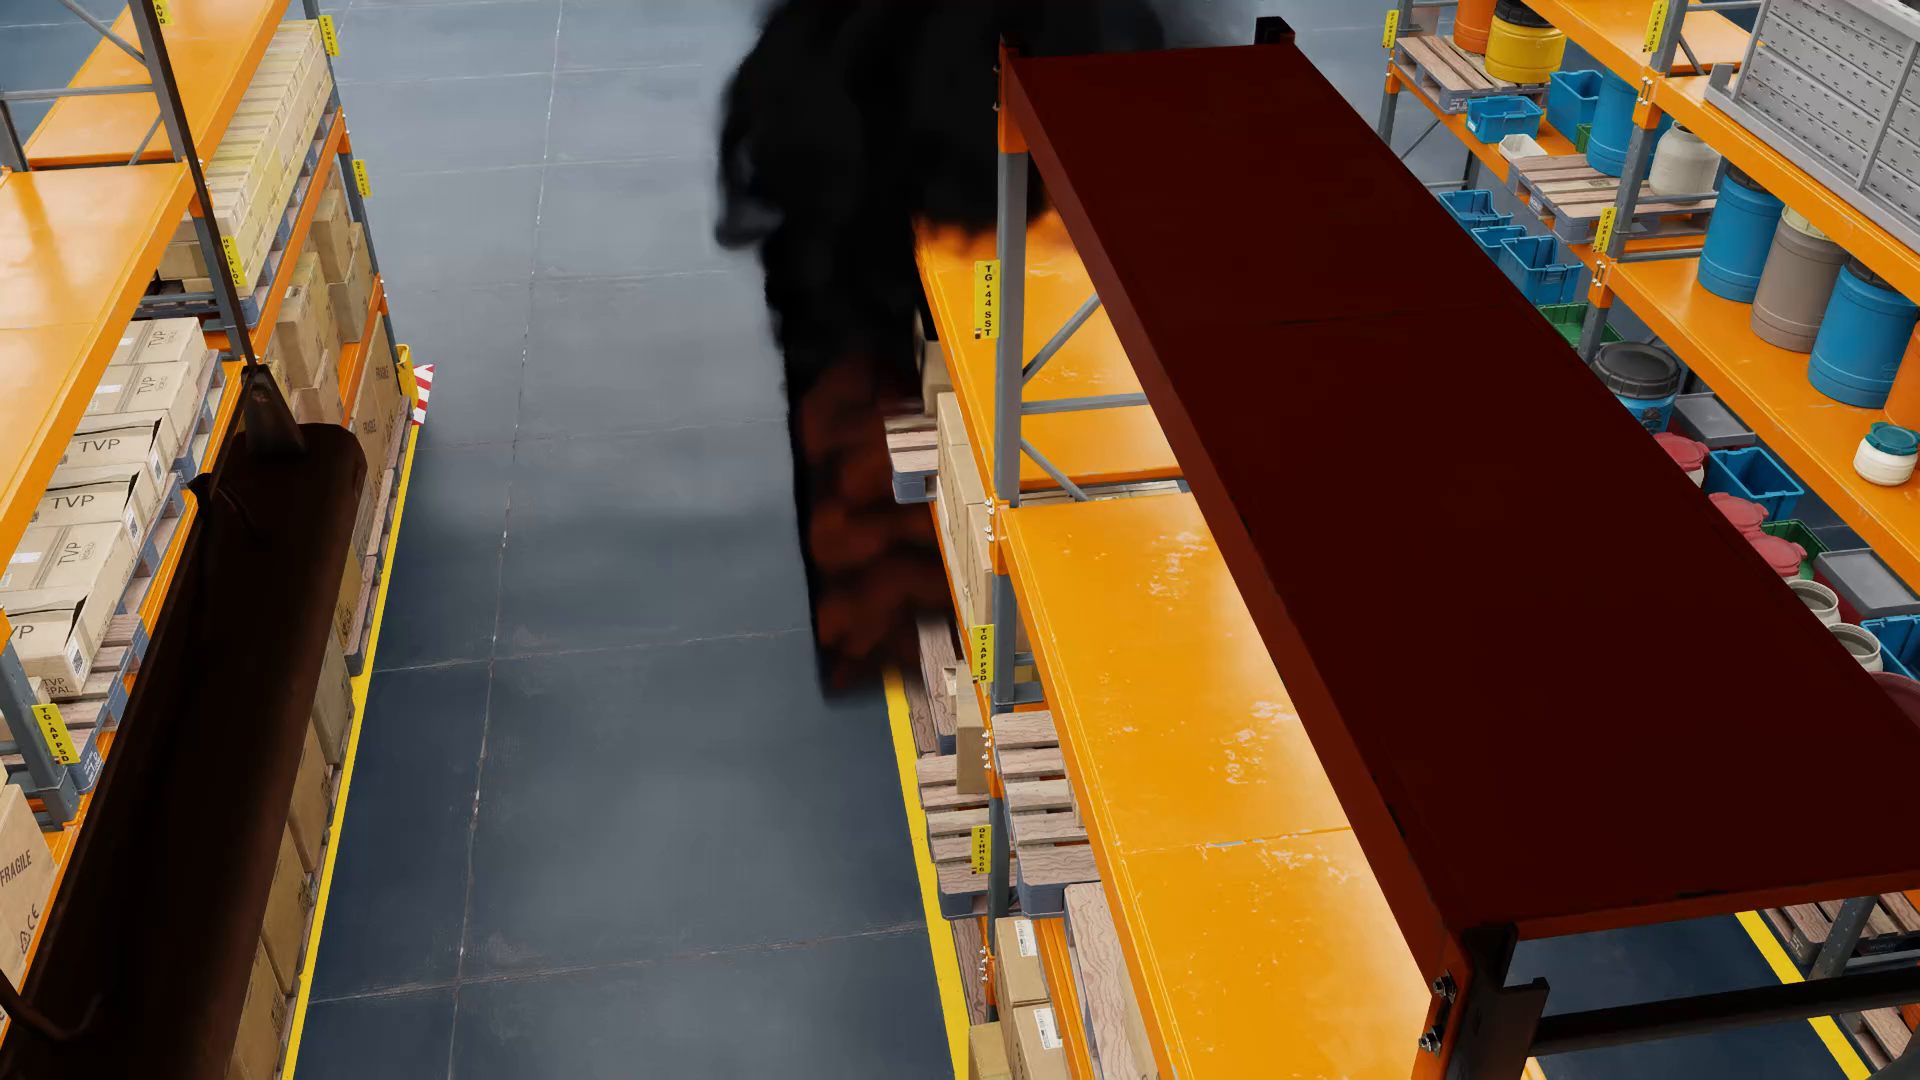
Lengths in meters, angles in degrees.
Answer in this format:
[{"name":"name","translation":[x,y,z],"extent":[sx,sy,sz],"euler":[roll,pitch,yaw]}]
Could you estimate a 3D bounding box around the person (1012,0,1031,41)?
[{"name":"person","translation":[0.818,-5.769,19.857],"extent":[0.641,1.731,0.687],"euler":[11,38,15]}]
